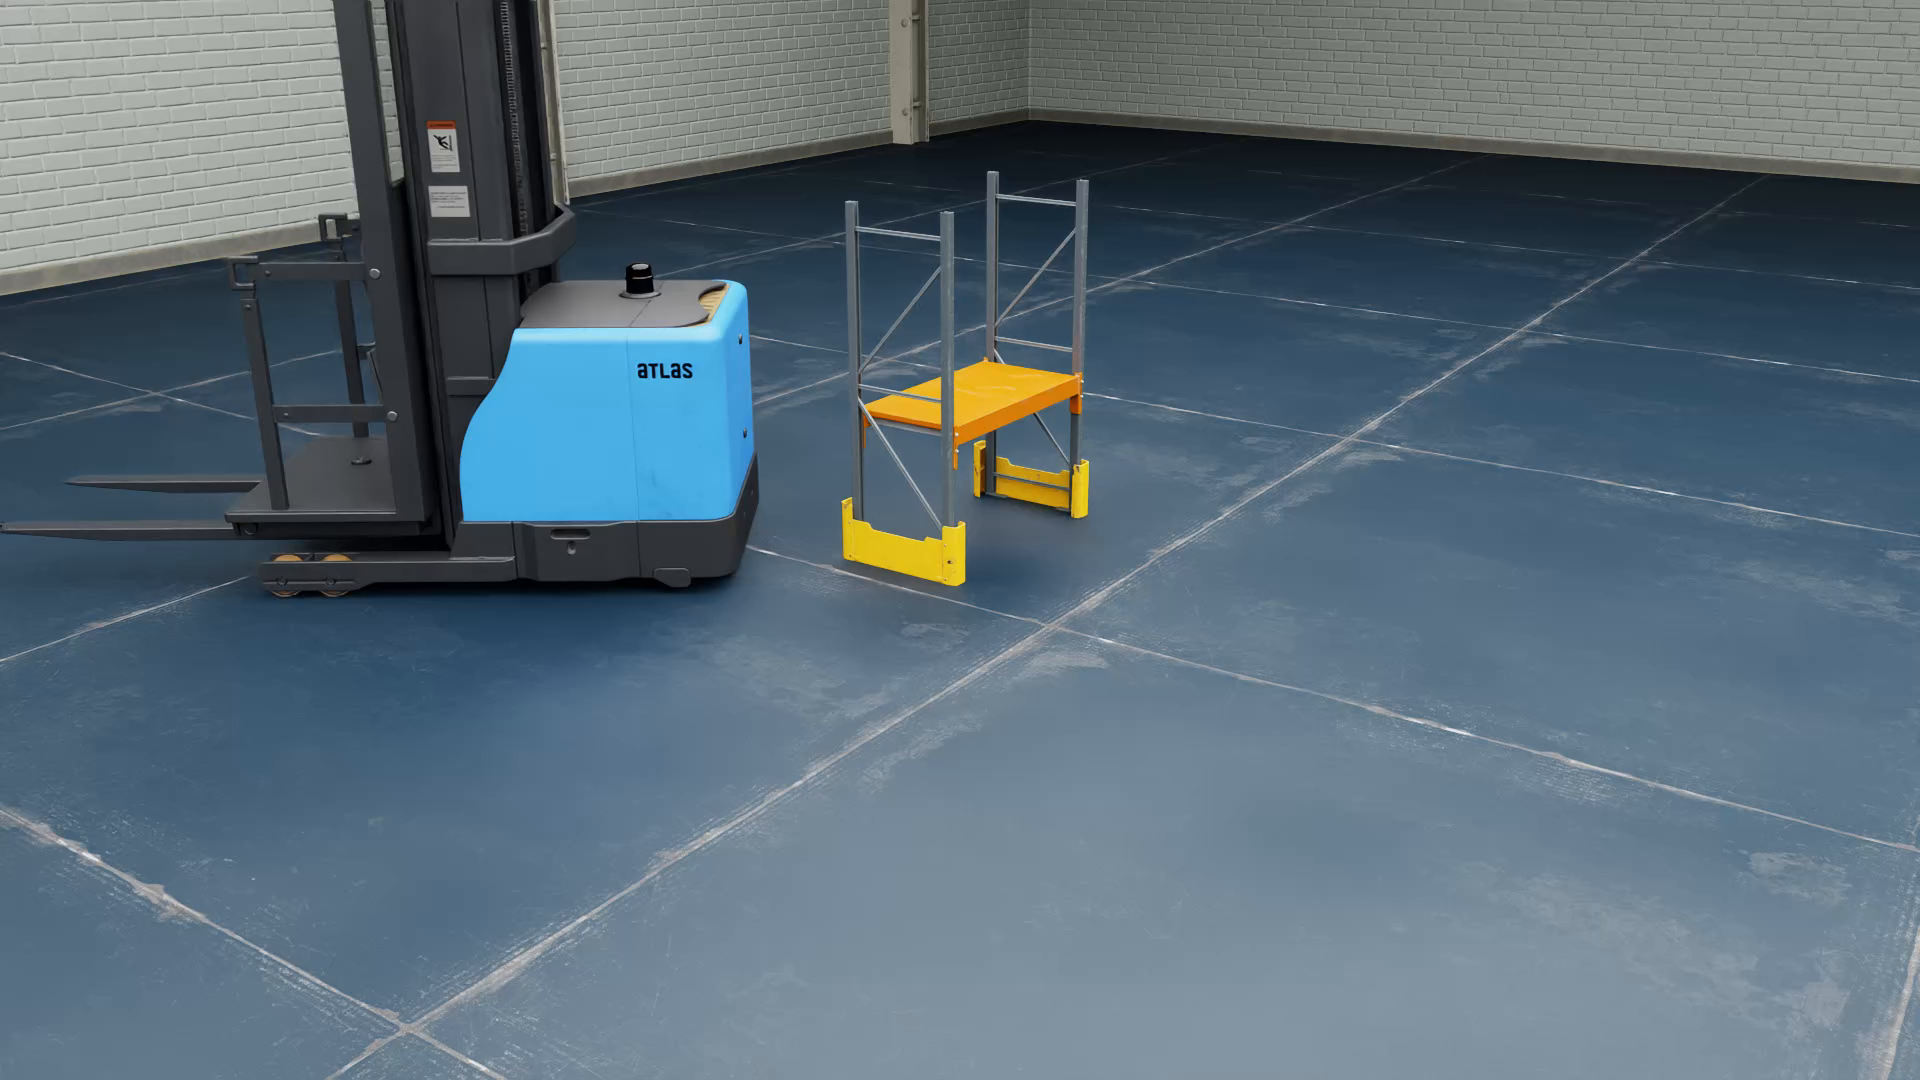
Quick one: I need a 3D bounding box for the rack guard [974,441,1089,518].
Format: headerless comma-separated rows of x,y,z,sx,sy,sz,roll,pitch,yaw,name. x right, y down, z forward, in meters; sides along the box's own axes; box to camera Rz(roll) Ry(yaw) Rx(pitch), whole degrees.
0.323,-0.282,7.667,0.587,0.250,0.087,13,24,32,rack guard

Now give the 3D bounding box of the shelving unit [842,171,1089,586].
0.043,-0.725,7.064,0.587,1.500,1.083,13,24,32,shelving unit

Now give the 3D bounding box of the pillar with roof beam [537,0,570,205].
-0.429,-6.590,12.111,9.100,9.000,0.400,13,24,32,pillar with roof beam

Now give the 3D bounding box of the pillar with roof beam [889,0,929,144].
2.944,-8.312,16.765,9.100,9.000,0.400,13,24,32,pillar with roof beam

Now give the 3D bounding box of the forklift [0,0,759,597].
-2.419,-1.331,6.639,3.031,2.935,1.130,0,20,-1,forklift

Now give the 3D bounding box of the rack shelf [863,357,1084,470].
0.048,-0.559,7.133,0.538,0.185,1.000,13,24,32,rack shelf

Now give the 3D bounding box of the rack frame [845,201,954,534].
-0.238,-0.582,6.677,0.500,1.500,0.032,13,24,32,rack frame

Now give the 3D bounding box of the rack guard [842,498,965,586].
-0.237,0.004,6.894,0.587,0.250,0.087,13,24,32,rack guard

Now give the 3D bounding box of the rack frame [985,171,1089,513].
0.334,-0.874,7.465,0.500,1.500,0.032,13,24,32,rack frame
